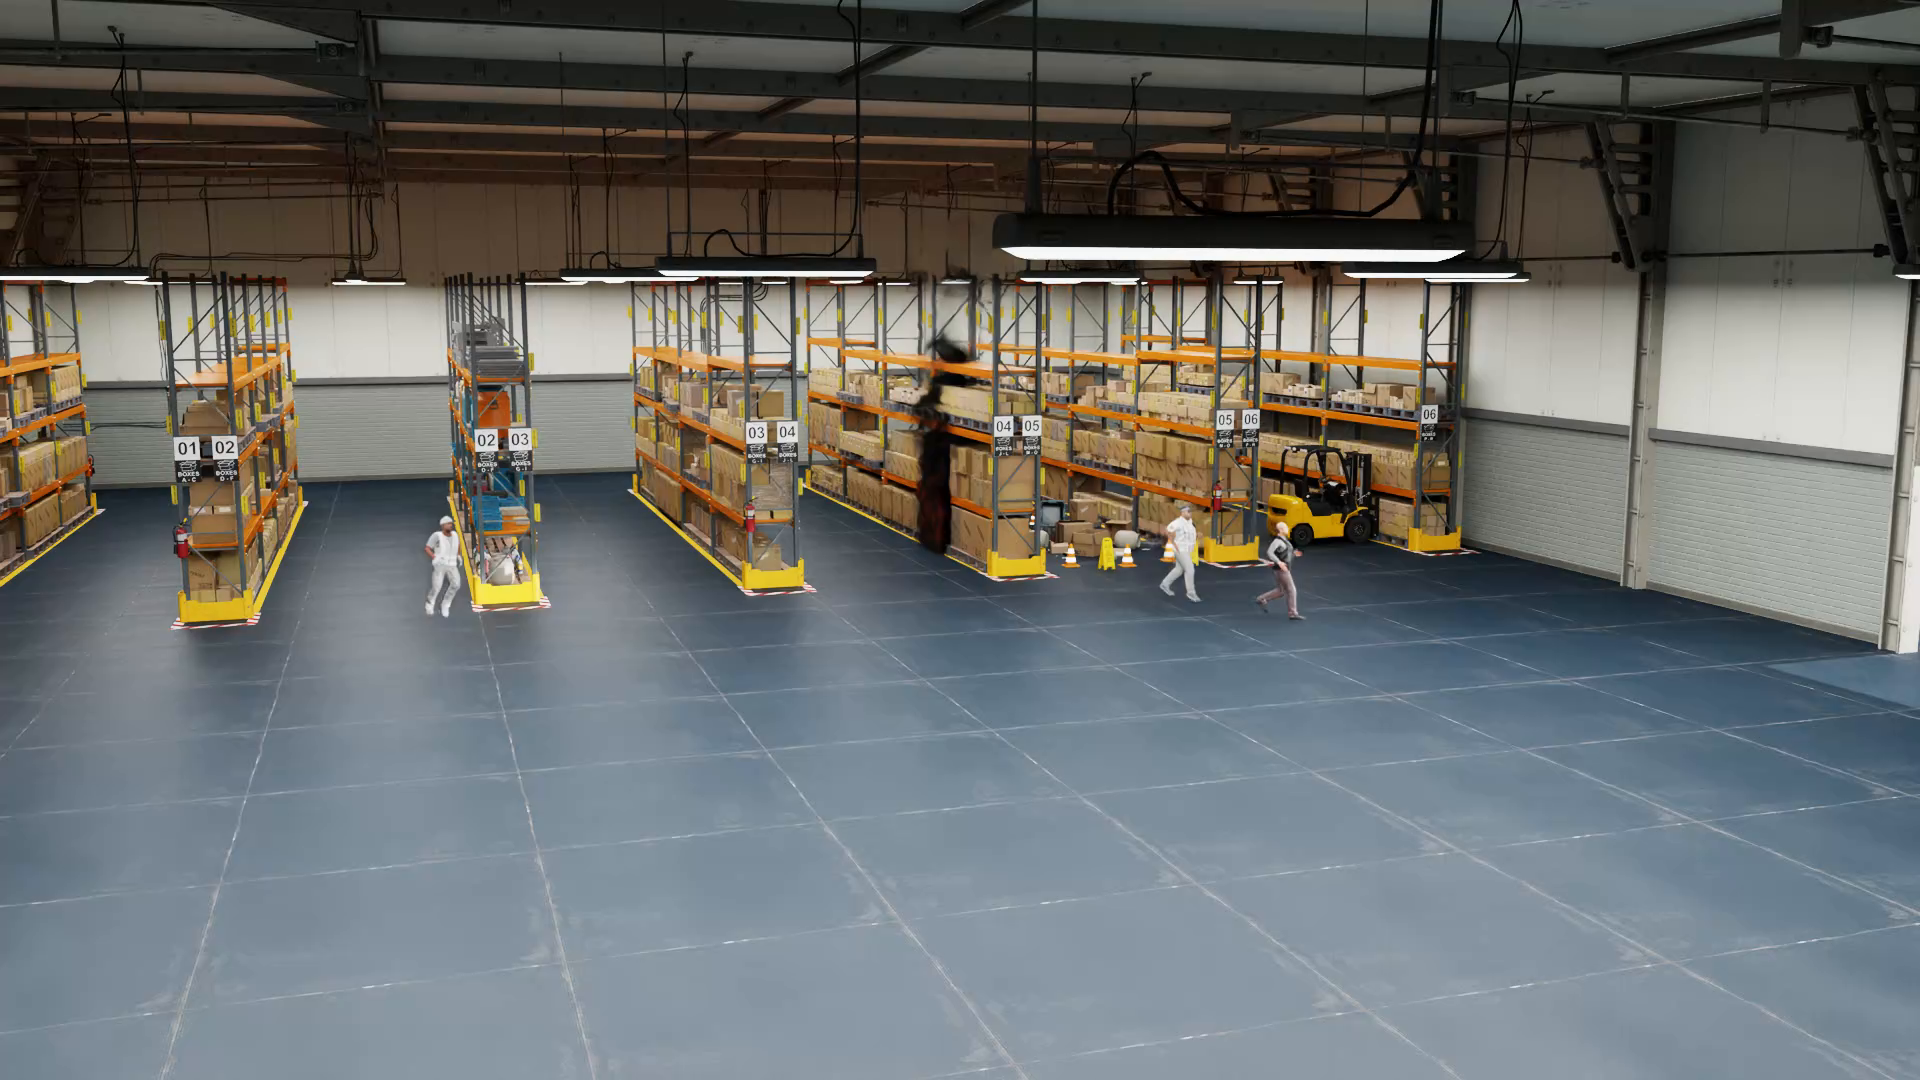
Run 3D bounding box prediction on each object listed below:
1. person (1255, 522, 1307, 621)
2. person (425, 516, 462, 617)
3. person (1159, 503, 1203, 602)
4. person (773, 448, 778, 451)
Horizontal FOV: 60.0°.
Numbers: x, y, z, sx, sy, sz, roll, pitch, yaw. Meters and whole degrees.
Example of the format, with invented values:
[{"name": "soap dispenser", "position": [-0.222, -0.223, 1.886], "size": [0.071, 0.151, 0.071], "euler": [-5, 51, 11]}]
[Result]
[{"name": "person", "position": [5.579, 0.534, 28.845], "size": [0.930, 1.699, 0.666], "euler": [3, 9, 20]}, {"name": "person", "position": [-9.049, 0.461, 29.303], "size": [0.747, 1.765, 0.637], "euler": [-8, 12, -43]}, {"name": "person", "position": [4.122, 0.218, 30.802], "size": [0.884, 1.831, 0.636], "euler": [4, 10, 27]}, {"name": "person", "position": [-4.991, -2.004, 46.226], "size": [0.641, 1.620, 0.869], "euler": [-2, 9, -10]}]
